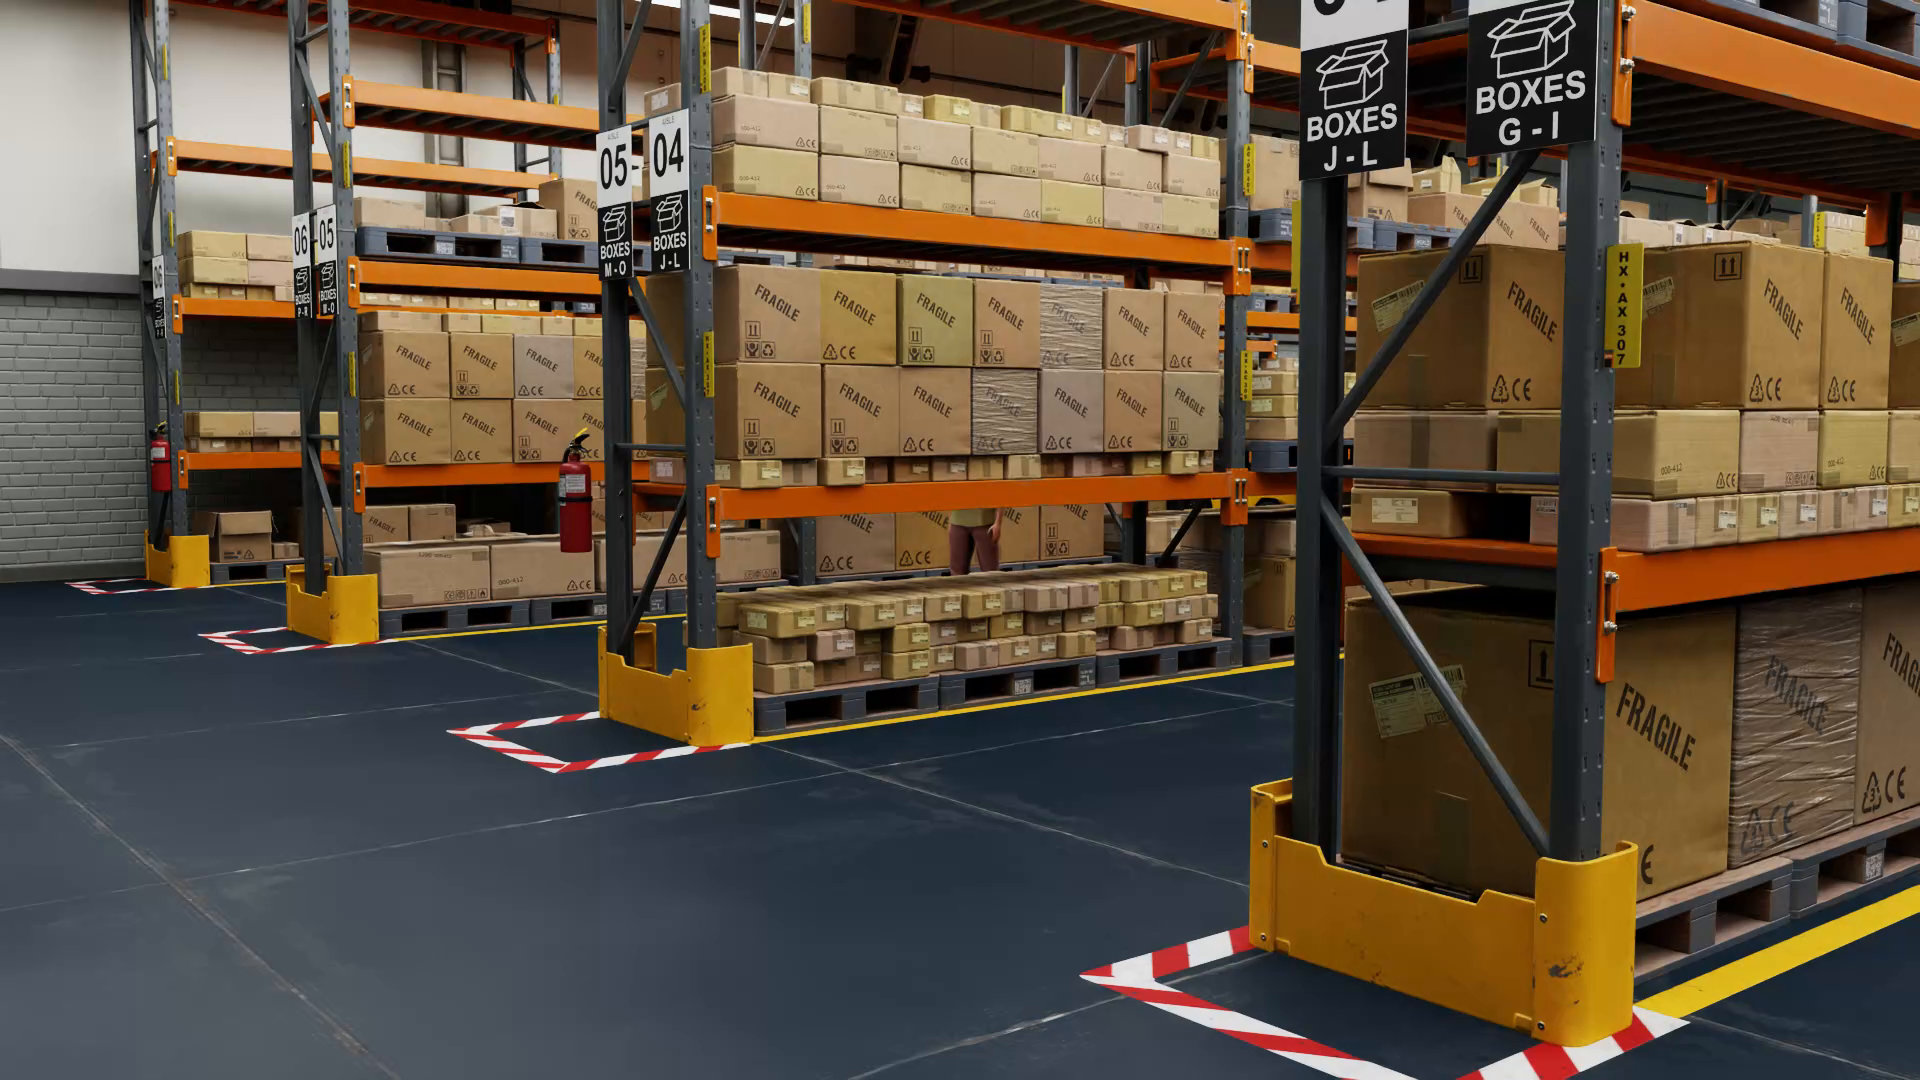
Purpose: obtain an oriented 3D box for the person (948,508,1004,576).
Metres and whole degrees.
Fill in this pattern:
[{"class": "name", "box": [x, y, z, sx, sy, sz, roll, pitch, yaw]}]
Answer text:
[{"class": "person", "box": [0.105, -0.086, 12.155, 0.482, 1.676, 0.369, 2, 5, 25]}]
